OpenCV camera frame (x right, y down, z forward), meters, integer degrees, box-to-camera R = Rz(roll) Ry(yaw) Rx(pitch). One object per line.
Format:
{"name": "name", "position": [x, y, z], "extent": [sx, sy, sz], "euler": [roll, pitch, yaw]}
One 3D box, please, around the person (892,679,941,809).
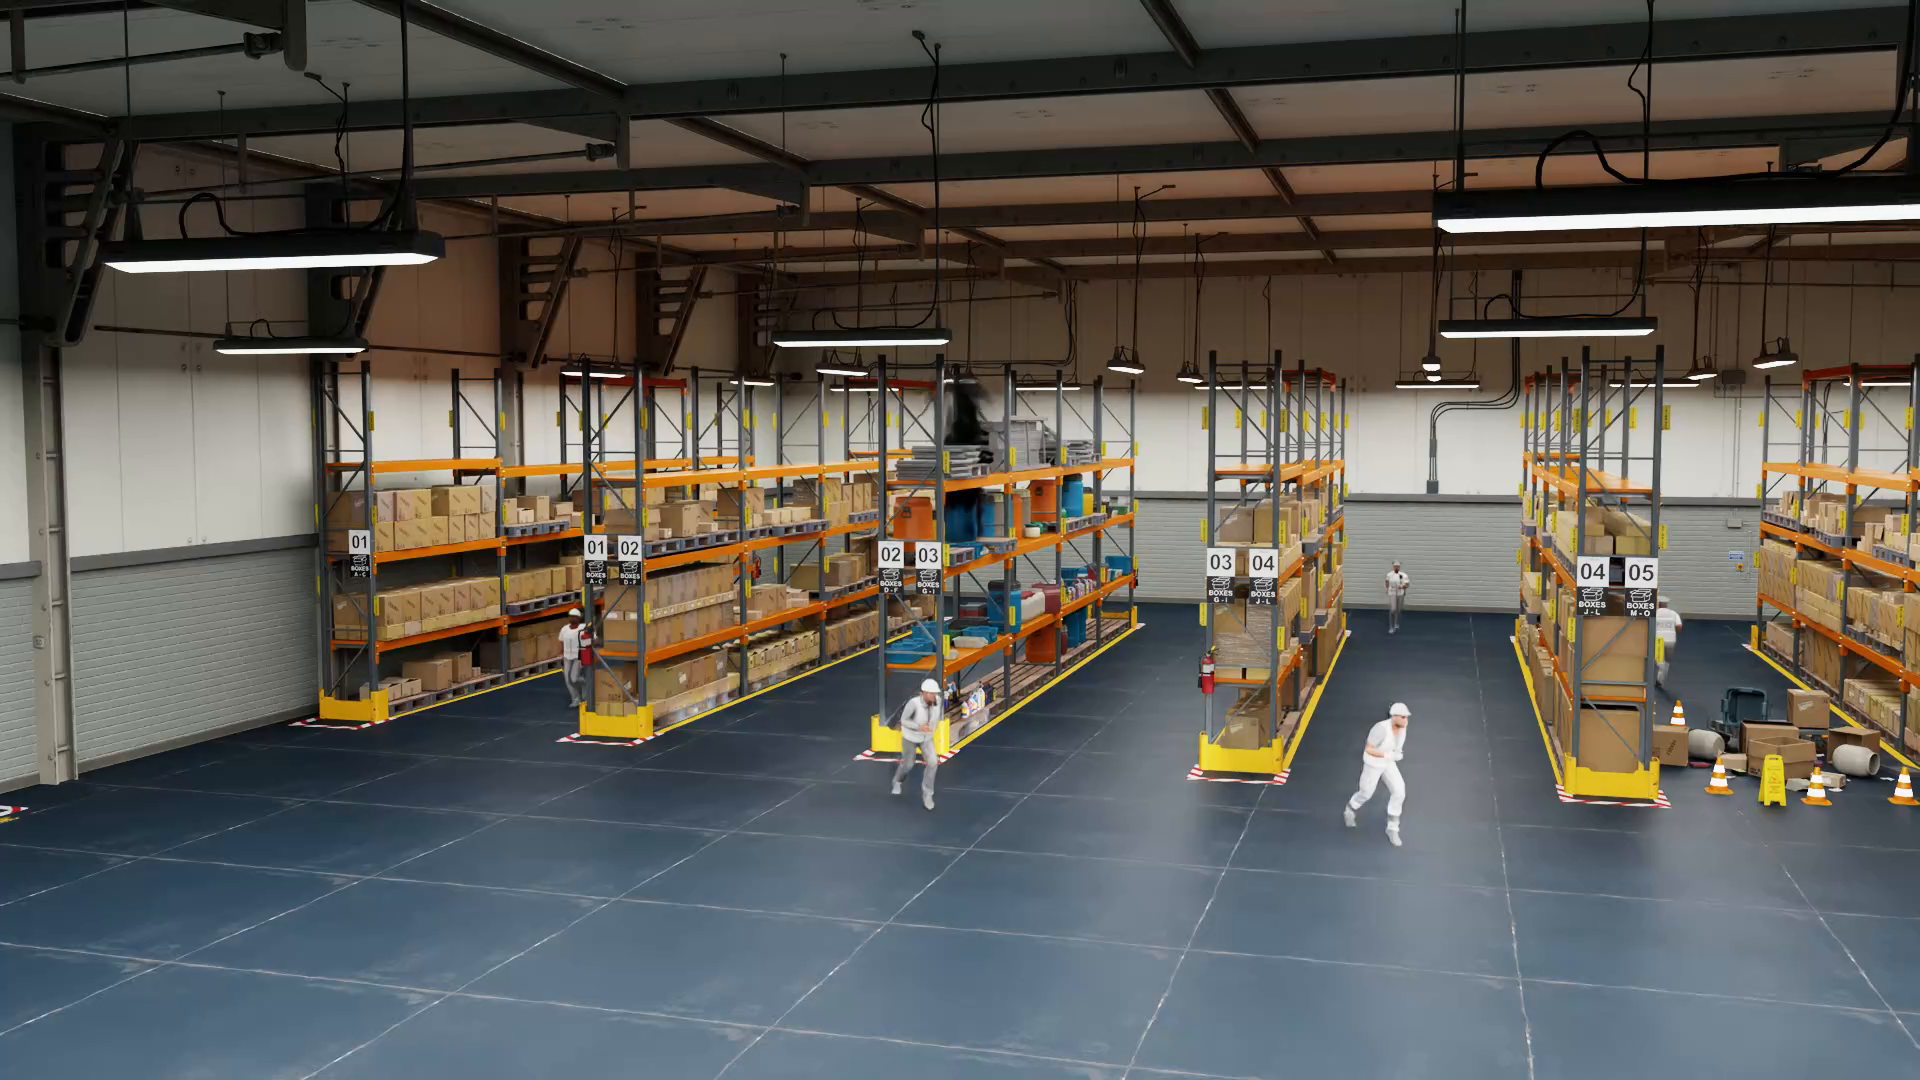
{"name": "person", "position": [-0.561, 2.635, 21.784], "extent": [0.701, 1.731, 1.033], "euler": [-3, 5, -34]}

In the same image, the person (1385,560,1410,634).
{"name": "person", "position": [10.372, 1.347, 39.439], "extent": [0.556, 1.758, 0.743], "euler": [1, 4, 14]}

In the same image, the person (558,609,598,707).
{"name": "person", "position": [-6.754, 2.064, 29.139], "extent": [0.700, 1.723, 0.583], "euler": [1, 4, 15]}

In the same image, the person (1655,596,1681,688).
{"name": "person", "position": [13.192, 1.930, 31.228], "extent": [0.650, 1.716, 0.746], "euler": [1, 4, 17]}

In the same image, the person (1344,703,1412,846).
{"name": "person", "position": [5.013, 2.760, 19.942], "extent": [0.705, 1.731, 1.037], "euler": [-2, 5, -30]}
